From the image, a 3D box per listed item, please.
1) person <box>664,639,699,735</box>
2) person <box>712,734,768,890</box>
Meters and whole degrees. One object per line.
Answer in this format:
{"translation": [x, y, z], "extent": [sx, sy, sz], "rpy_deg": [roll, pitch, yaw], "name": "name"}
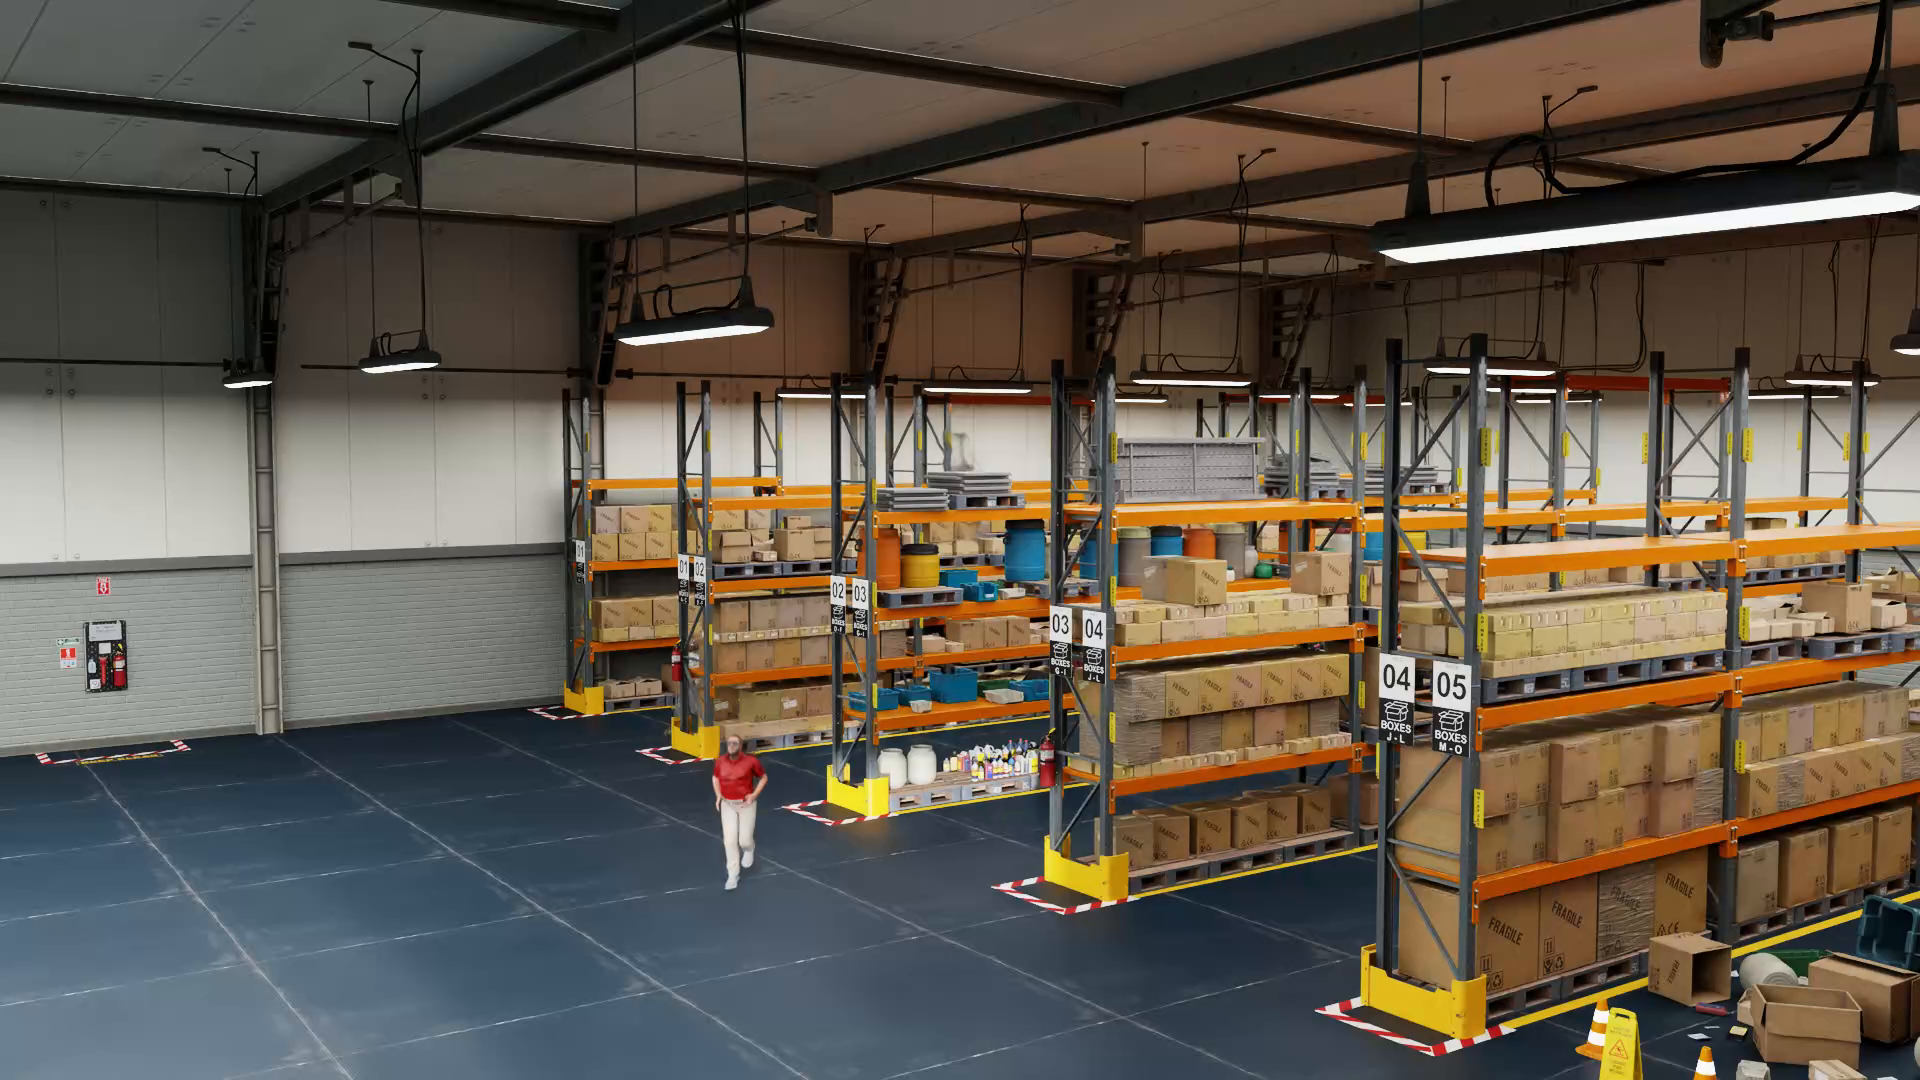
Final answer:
{"translation": [-4.651, 2.488, 28.415], "extent": [0.938, 1.664, 0.593], "rpy_deg": [-3, 5, -38], "name": "person"}
{"translation": [-2.538, 3.084, 19.187], "extent": [0.655, 1.740, 0.797], "rpy_deg": [0, 4, 5], "name": "person"}
